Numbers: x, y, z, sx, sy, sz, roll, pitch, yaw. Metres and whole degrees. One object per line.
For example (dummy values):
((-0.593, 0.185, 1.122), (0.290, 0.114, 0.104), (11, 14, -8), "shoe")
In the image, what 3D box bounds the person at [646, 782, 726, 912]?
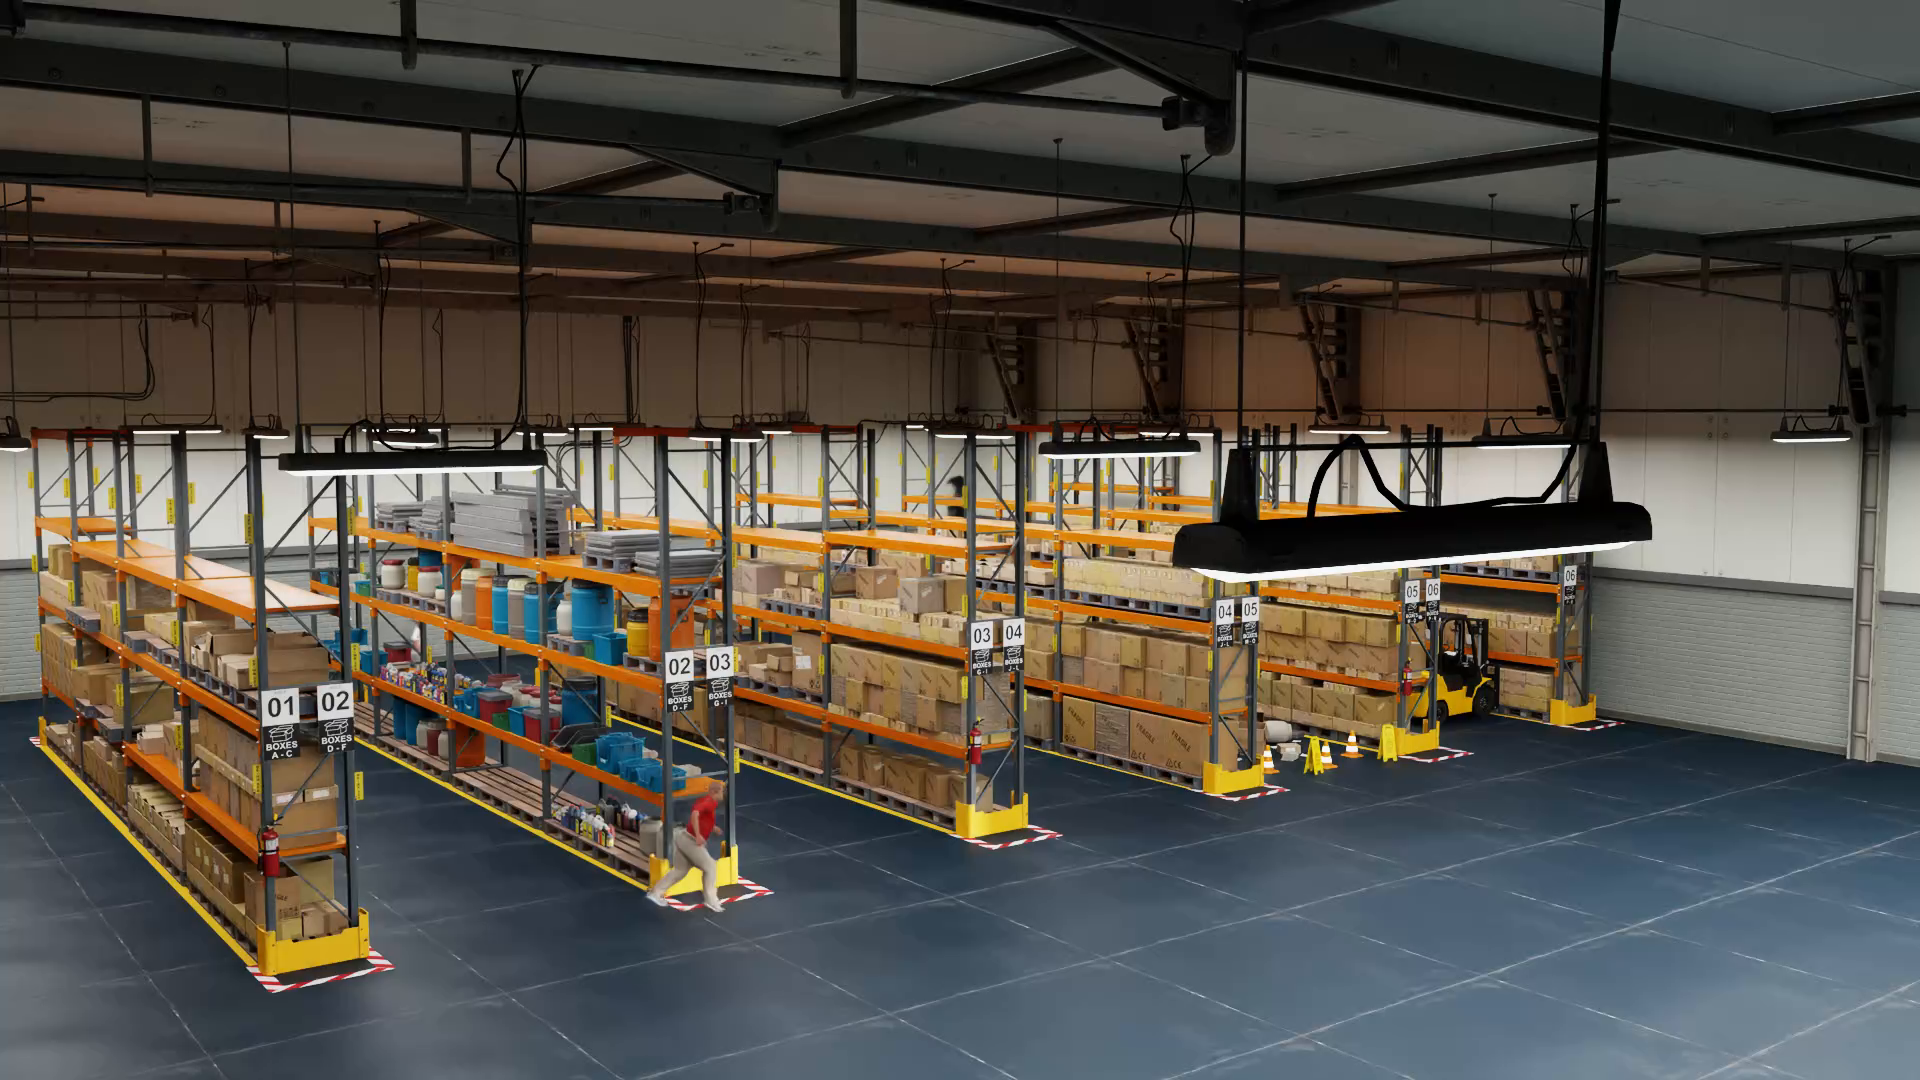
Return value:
((-3.438, 3.903, 20.860), (1.008, 1.700, 0.709), (-1, 5, -14), "person")

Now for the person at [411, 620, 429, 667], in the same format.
((-12.113, 2.560, 37.269), (0.531, 1.709, 0.703), (-1, 5, -10), "person")
